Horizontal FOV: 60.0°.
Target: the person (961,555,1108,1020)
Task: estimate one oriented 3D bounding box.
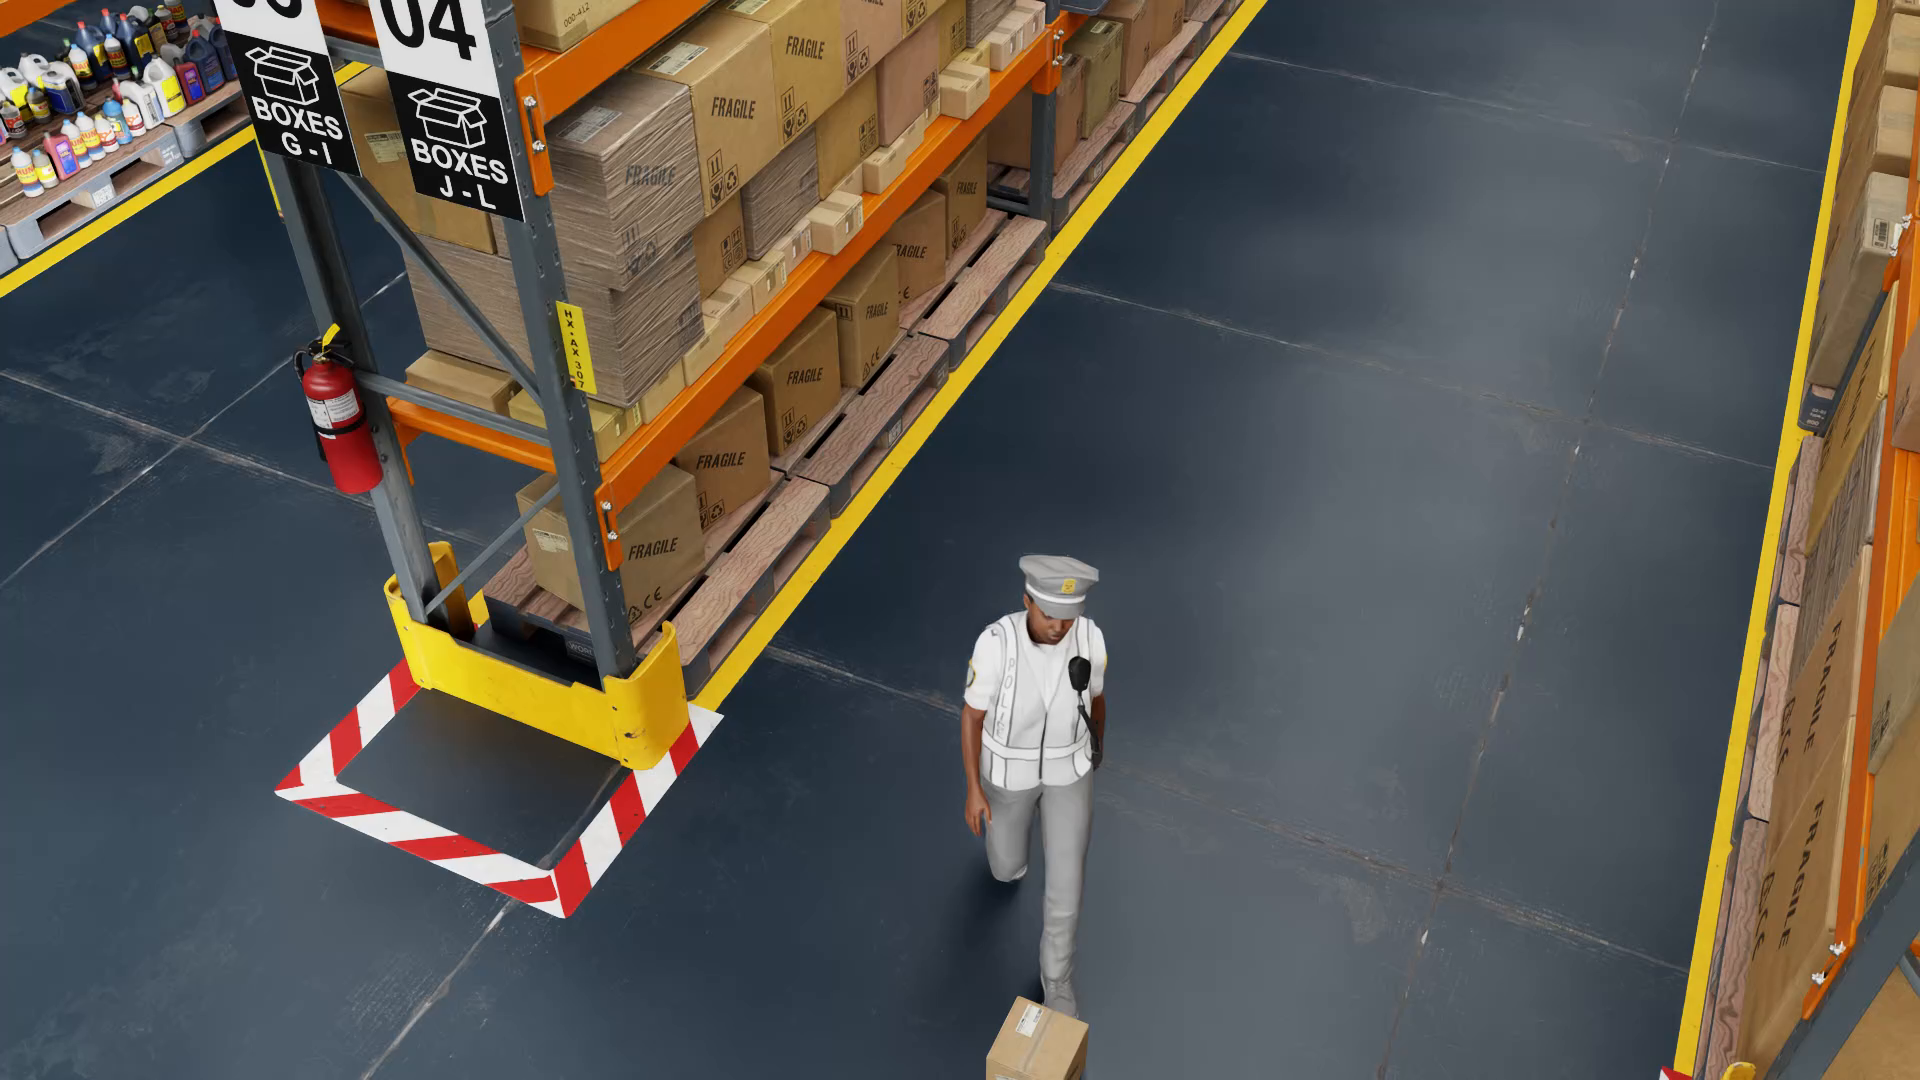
[{"bbox_3d":[0.259,0.783,5.316,0.497,1.616,0.878,-4,42,-4],"label":"person"}]
